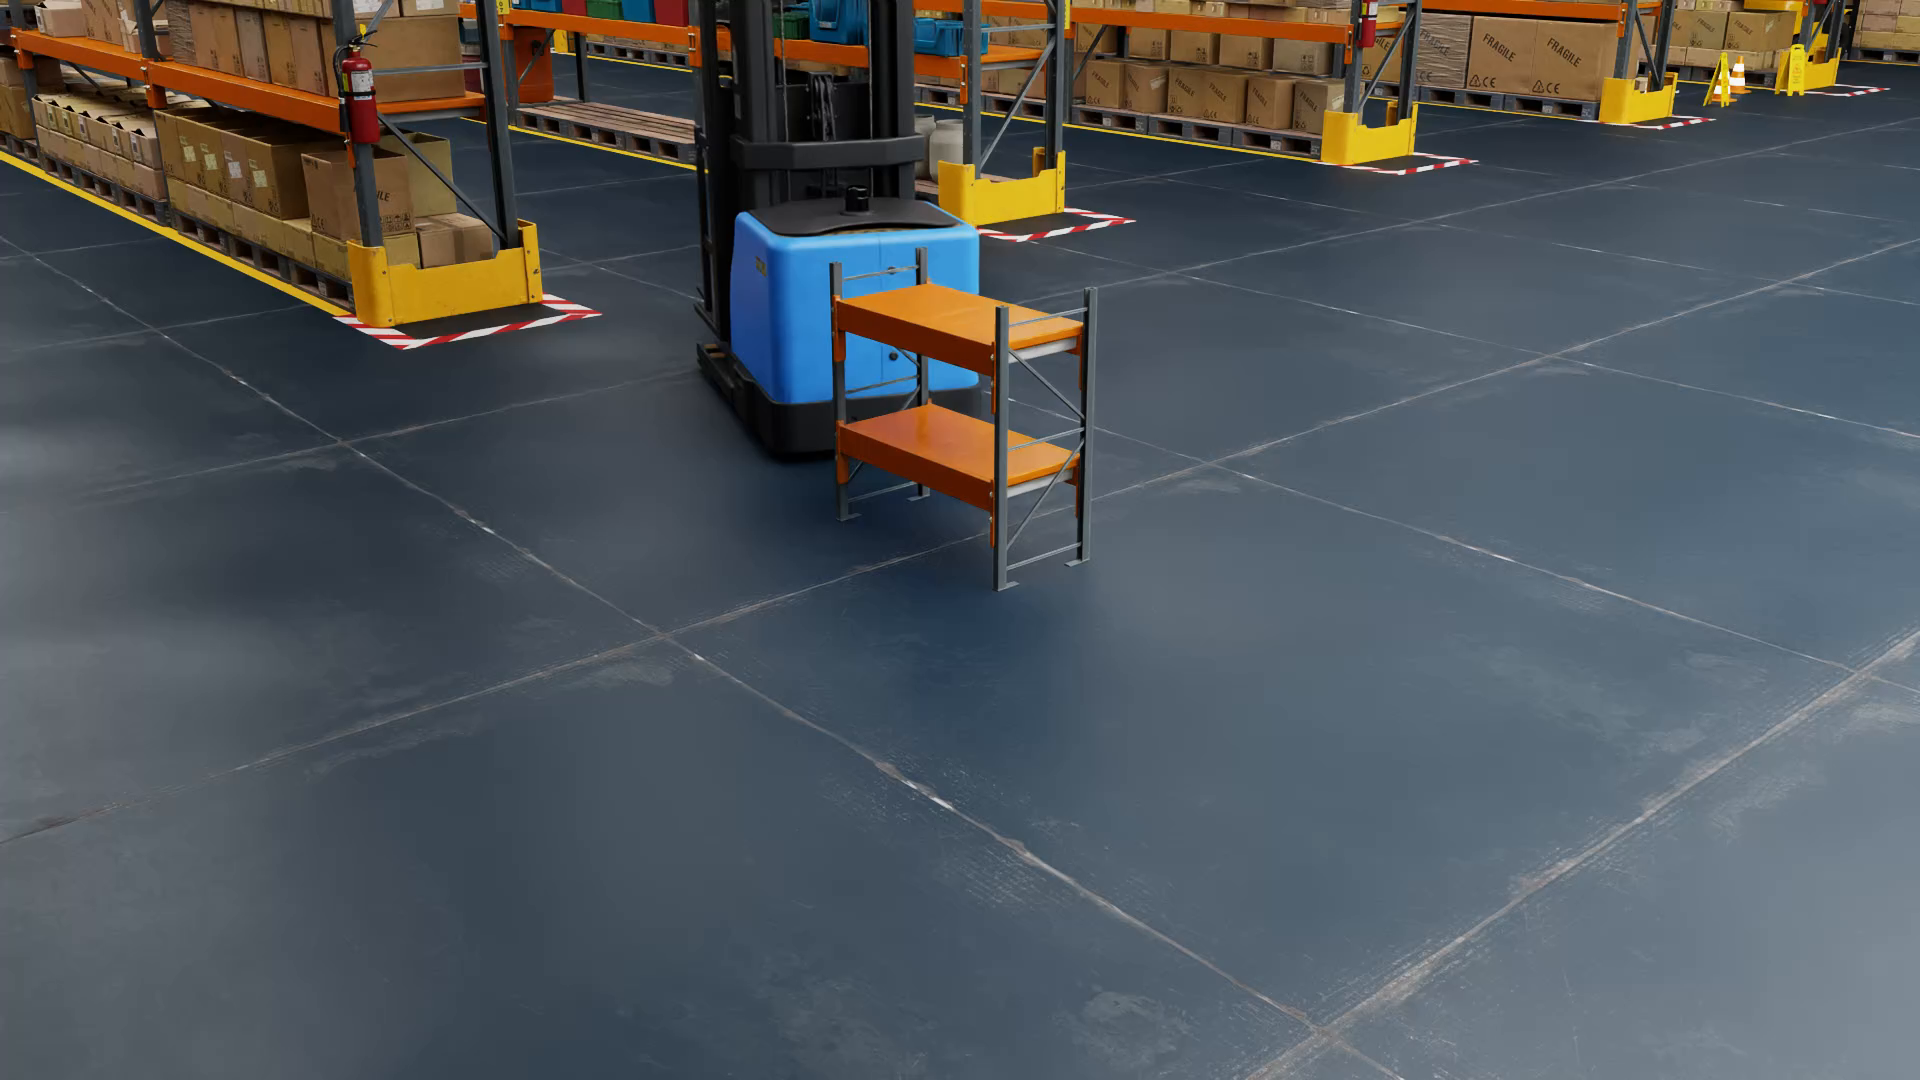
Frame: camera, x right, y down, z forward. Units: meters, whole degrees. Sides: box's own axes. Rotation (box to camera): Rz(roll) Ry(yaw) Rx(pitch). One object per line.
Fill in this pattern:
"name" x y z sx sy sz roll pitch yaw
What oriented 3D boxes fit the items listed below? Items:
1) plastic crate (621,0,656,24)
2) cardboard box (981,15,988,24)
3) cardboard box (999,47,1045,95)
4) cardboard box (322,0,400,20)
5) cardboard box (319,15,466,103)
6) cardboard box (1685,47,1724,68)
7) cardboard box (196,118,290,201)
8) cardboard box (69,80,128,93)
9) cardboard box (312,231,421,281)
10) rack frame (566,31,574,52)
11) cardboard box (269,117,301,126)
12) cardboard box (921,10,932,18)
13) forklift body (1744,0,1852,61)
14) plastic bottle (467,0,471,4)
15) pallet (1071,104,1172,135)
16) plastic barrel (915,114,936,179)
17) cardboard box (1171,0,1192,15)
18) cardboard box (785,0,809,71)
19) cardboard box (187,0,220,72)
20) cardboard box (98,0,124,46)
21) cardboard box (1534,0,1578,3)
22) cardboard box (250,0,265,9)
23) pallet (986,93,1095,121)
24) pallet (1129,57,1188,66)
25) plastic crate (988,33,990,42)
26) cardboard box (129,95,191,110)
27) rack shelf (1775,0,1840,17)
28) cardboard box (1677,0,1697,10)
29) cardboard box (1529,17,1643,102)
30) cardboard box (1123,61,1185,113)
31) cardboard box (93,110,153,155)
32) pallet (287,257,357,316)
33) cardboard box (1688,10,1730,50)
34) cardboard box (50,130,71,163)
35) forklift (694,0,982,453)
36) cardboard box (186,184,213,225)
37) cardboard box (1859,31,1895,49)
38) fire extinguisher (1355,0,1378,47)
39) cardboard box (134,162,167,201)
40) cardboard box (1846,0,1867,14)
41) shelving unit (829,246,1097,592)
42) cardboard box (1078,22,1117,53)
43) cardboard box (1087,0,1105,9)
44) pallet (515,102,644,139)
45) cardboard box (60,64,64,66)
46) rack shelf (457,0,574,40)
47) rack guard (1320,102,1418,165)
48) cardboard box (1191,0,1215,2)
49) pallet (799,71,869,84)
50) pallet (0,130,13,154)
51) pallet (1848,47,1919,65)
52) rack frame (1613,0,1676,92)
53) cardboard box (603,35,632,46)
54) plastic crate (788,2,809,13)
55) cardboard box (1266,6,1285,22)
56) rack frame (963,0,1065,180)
"plastic crate" -3.128 -5.409 16.703 0.392 0.384 0.575 -17 27 -37
"cardboard box" 0.462 -8.492 27.405 0.500 0.500 0.500 -16 27 -35
"cardboard box" 0.898 -5.717 20.292 0.700 0.500 0.500 -18 27 -38
"cardboard box" -3.711 -3.311 10.299 0.380 0.149 0.250 -18 28 -38
"cardboard box" -3.612 -3.081 10.601 0.700 0.500 0.500 -17 27 -37
"cardboard box" 10.634 -6.839 23.525 0.500 0.250 0.500 -17 27 -37
"cardboard box" -5.209 -2.793 12.169 0.500 0.500 0.500 -17 27 -37
"cardboard box" -8.619 -4.348 16.796 0.500 0.500 0.500 -16 27 -35
"cardboard box" -3.891 -1.896 10.906 0.500 0.250 0.500 -17 27 -37
"rack frame" -6.254 -9.680 27.587 1.000 3.000 0.127 -17 27 -37
"cardboard box" -4.813 -2.918 12.487 0.500 0.500 0.500 -17 27 -37
"cardboard box" -0.445 -8.971 28.292 0.380 0.149 0.250 -17 27 -37
"forklift body" 12.836 -8.496 25.727 2.313 2.155 1.214 -17 27 -37
"plastic bottle" -5.710 -6.395 19.375 0.097 0.271 0.097 0 21 0
"pallet" 2.045 -4.889 19.178 1.003 0.211 1.213 -17 27 -37
"plastic barrel" -0.376 -3.420 14.438 0.421 0.512 0.421 0 21 0
"cardboard box" 2.481 -5.706 17.783 0.380 0.149 0.250 -17 27 -37
"cardboard box" -2.042 -7.120 23.387 1.225 0.875 0.875 -17 27 -37
"cardboard box" -5.284 -3.789 12.408 0.700 0.500 0.500 -18 28 -38
"cardboard box" -7.087 -4.554 14.362 0.500 0.500 0.500 -17 27 -37
"cardboard box" 7.362 -6.721 19.825 0.875 0.550 0.550 -17 27 -37
"cardboard box" -4.557 -3.669 11.212 0.380 0.149 0.250 -17 27 -36
"pallet" 1.070 -5.281 20.179 1.003 0.211 1.213 -17 27 -37
"pallet" 3.250 -7.089 24.793 1.003 0.211 1.213 -17 27 -37
"plastic crate" 0.098 -4.282 14.165 0.298 0.136 0.250 -17 27 -37
"cardboard box" -7.339 -3.921 15.308 0.500 0.311 0.500 -18 27 -38
"rack shelf" 10.393 -7.837 23.866 1.077 0.370 4.000 -17 27 -37
"cardboard box" 10.355 -7.574 23.484 0.380 0.149 0.250 -16 27 -35
"cardboard box" 7.521 -5.791 19.993 0.875 0.875 0.875 -17 27 -37
"cardboard box" 2.190 -5.120 18.795 0.500 0.500 0.500 -9 23 -21
"cardboard box" -7.078 -3.508 14.254 0.500 0.311 0.500 -18 27 -38
"pallet" -3.848 -1.806 11.304 1.003 0.211 1.213 -17 27 -37
"cardboard box" 10.634 -7.186 23.384 0.500 0.500 0.500 -16 27 -36
"cardboard box" -8.091 -3.675 15.448 0.500 0.250 0.500 -18 28 -39
"forklift" -0.848 -2.279 8.785 1.130 2.935 3.031 -7 22 -17
"cardboard box" -5.532 -2.583 12.661 0.500 0.250 0.500 -17 27 -37
"cardboard box" 14.592 -7.911 26.264 0.500 0.250 0.500 -17 27 -37
"fire extinguisher" 3.916 -5.083 15.954 0.296 0.674 0.183 -17 27 -37
"cardboard box" -6.418 -2.969 13.645 0.500 0.250 0.500 -18 28 -38
"cardboard box" 14.244 -8.512 26.427 0.500 0.250 0.500 -17 27 -37
"shelving unit" -0.004 -0.526 6.784 0.538 1.125 1.048 -17 27 -37
"cardboard box" 2.164 -7.774 25.571 0.500 0.500 0.500 -18 27 -38
"cardboard box" 1.645 -6.045 18.649 0.380 0.149 0.250 -17 27 -37
"pallet" -4.307 -4.769 18.872 1.003 0.211 1.213 -17 27 -37
"cardboard box" -10.294 -5.052 18.595 0.500 0.500 0.500 -17 27 -37
"rack shelf" -6.089 -6.509 20.475 1.077 0.370 4.000 -17 27 -37
"rack guard" 4.141 -4.117 16.810 1.175 0.500 0.348 -17 27 -37
"cardboard box" 2.824 -6.002 17.651 0.875 0.500 0.500 -17 27 -37
"pallet" -1.489 -6.408 23.054 1.003 0.211 1.213 -17 27 -37
"pallet" -9.790 -4.367 17.844 1.003 0.211 1.213 -17 27 -37
"pallet" 14.925 -7.705 26.366 1.003 0.211 1.213 -17 27 -37
"rack frame" 8.014 -6.413 19.244 1.000 3.000 0.127 -17 27 -37
"cardboard box" -5.181 -8.477 26.853 0.875 0.875 0.875 -17 27 -37
"plastic crate" -1.245 -4.876 15.523 0.499 0.251 0.616 -17 27 -37
"cardboard box" 3.332 -5.371 16.929 0.380 0.149 0.250 -17 27 -37
"rack frame" 0.438 -4.081 13.290 1.000 3.000 0.127 -17 27 -37
